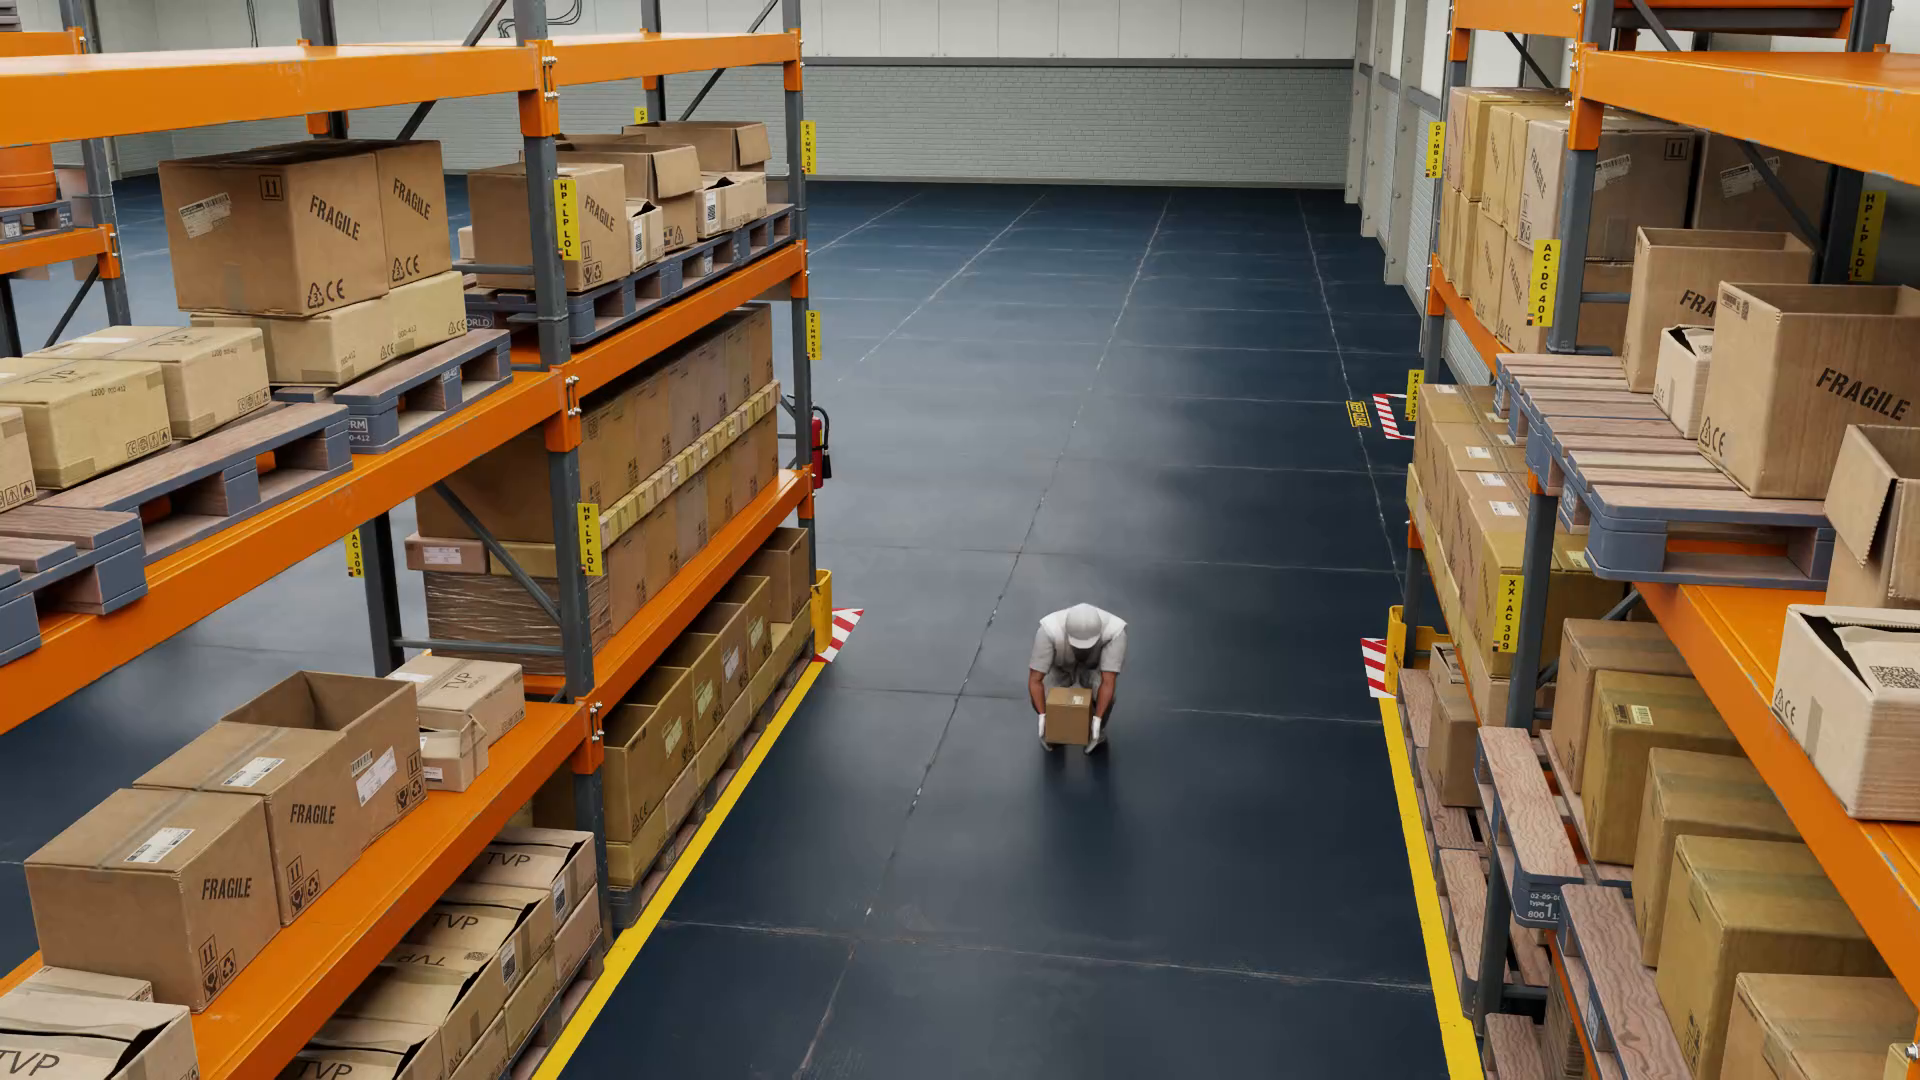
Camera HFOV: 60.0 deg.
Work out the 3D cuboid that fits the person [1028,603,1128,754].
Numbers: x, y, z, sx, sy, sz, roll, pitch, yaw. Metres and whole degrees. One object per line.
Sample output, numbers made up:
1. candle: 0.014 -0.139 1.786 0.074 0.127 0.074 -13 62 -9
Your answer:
1. person: 0.710 0.764 9.941 0.567 0.993 0.898 3 18 9
